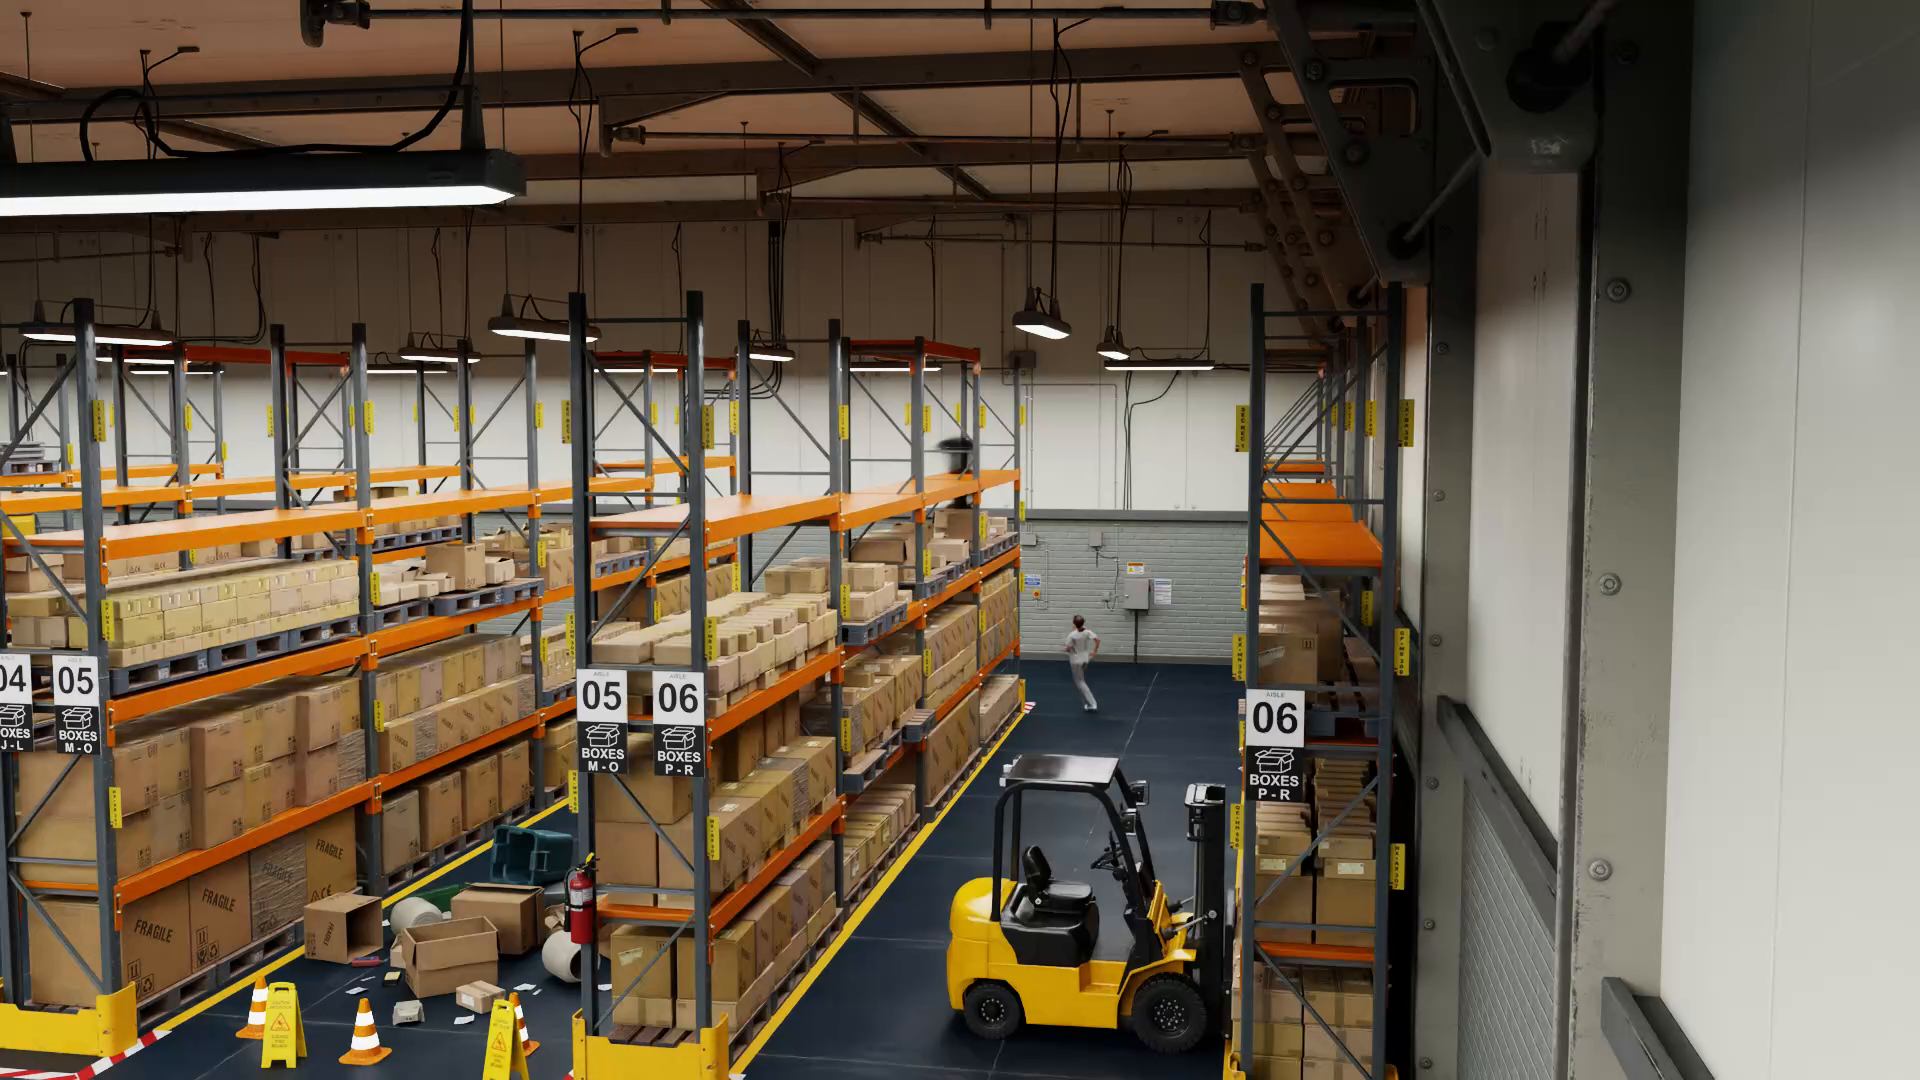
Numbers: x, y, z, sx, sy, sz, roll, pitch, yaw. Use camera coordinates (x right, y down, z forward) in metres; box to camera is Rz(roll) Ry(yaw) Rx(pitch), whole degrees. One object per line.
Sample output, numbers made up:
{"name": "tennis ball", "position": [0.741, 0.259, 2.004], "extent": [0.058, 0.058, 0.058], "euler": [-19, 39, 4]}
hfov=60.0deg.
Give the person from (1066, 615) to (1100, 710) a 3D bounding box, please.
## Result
{"name": "person", "position": [2.031, 2.084, 28.189], "extent": [0.564, 1.646, 0.659], "euler": [-4, 6, -38]}
